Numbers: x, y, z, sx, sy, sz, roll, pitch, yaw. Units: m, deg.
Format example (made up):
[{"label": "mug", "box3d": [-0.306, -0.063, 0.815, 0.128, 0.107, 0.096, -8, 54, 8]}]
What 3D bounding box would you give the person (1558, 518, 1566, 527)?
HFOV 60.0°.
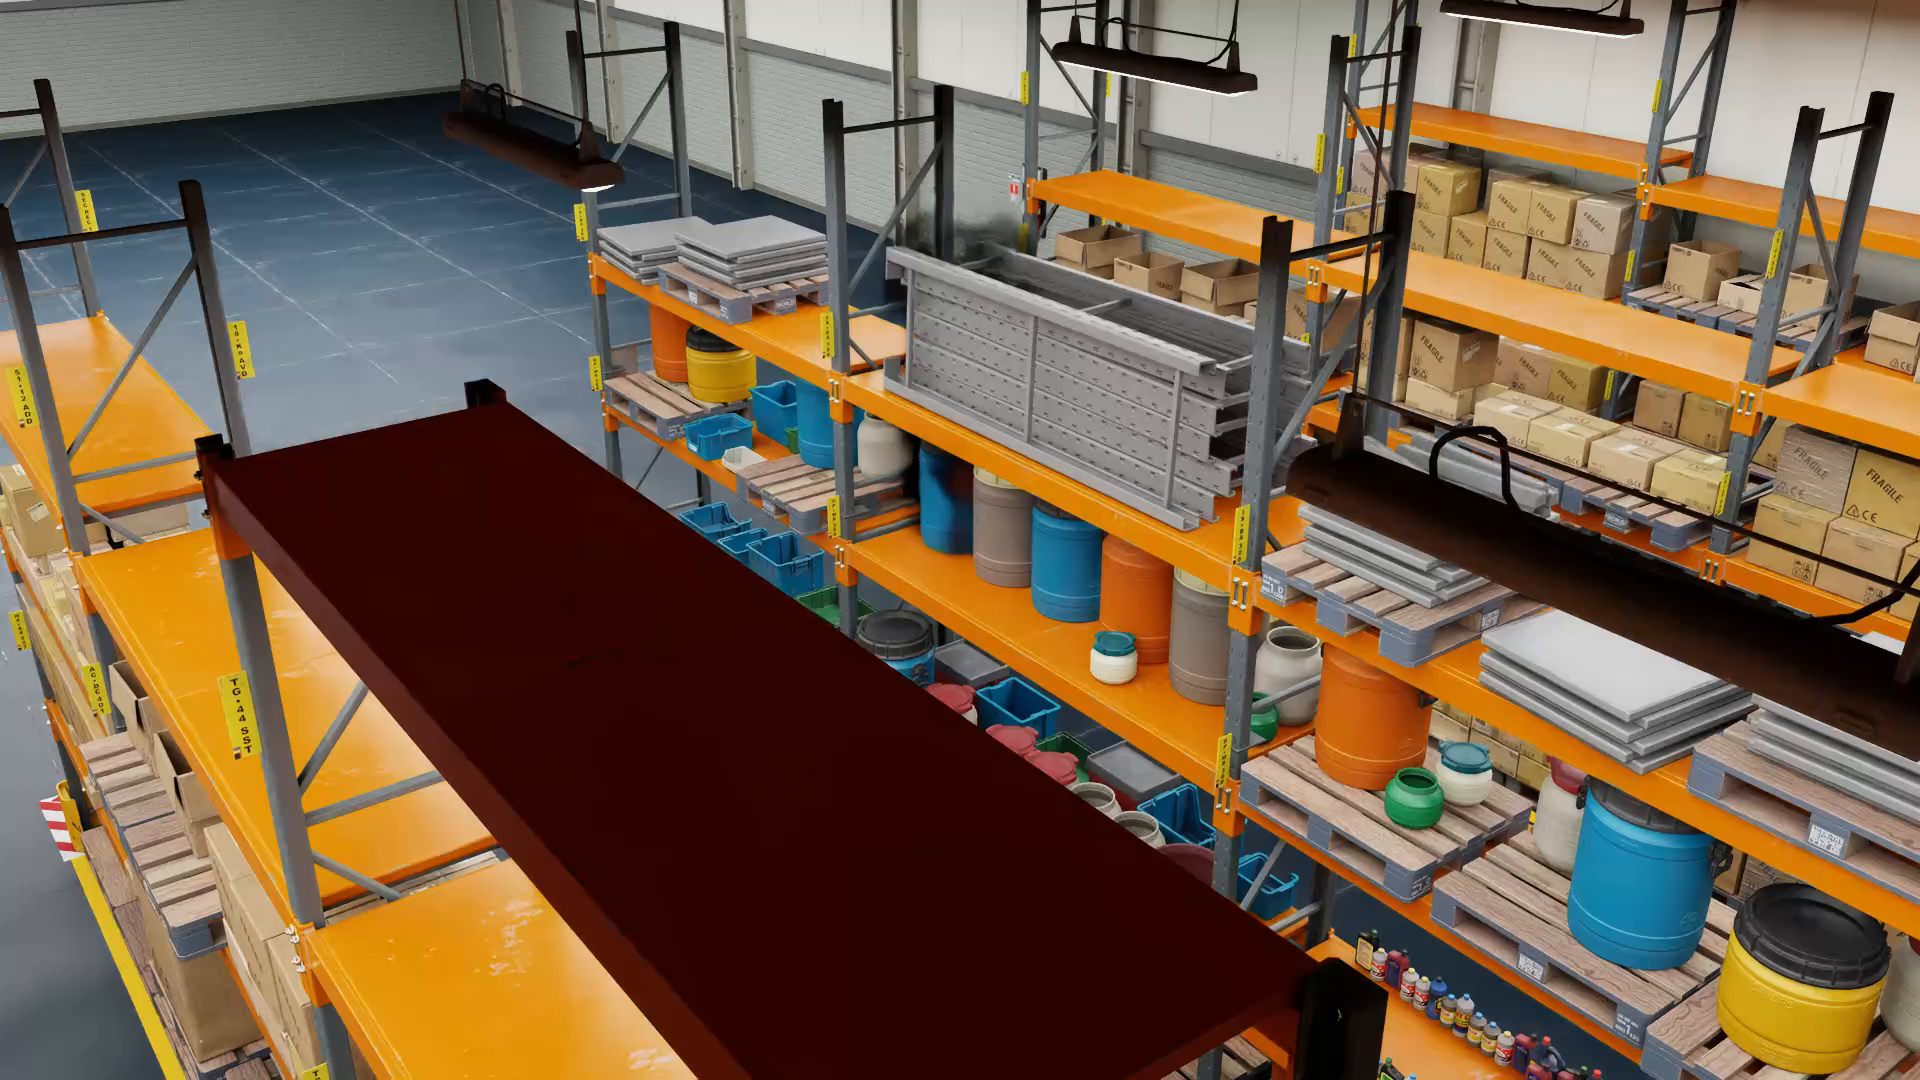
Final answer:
[{"label": "person", "box3d": [5.632, 0.534, 15.958, 0.546, 1.654, 0.656, -13, 28, -27]}]
